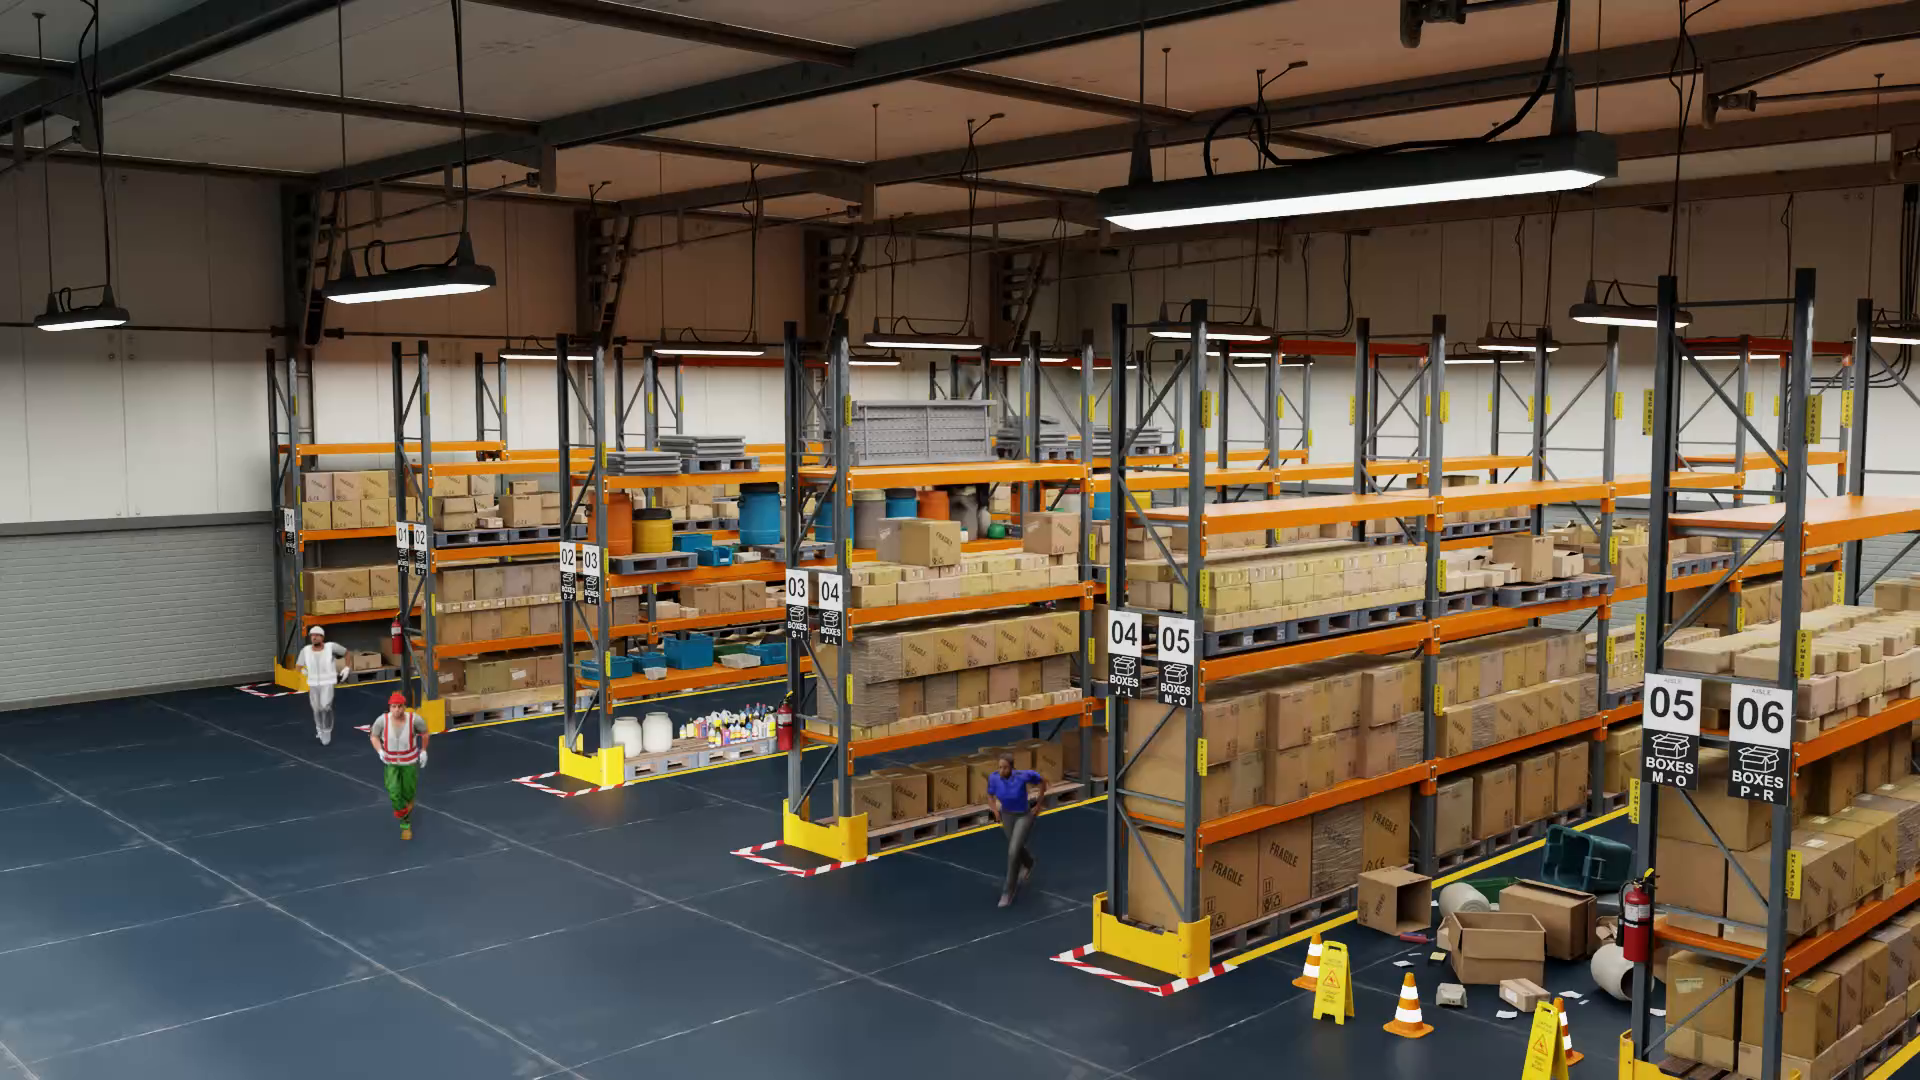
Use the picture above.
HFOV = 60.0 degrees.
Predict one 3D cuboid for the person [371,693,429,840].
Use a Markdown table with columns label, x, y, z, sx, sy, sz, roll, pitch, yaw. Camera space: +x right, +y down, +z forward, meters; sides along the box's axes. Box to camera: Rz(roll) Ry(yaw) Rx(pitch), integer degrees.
| label | x | y | z | sx | sy | sz | roll | pitch | yaw |
| --- | --- | --- | --- | --- | --- | --- | --- | --- | --- |
| person | -6.587 | 2.617 | 19.604 | 0.645 | 1.732 | 0.826 | -1 | 5 | -10 |

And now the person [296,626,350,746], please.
| label | x | y | z | sx | sy | sz | roll | pitch | yaw |
| --- | --- | --- | --- | --- | --- | --- | --- | --- | --- |
| person | -9.419 | 2.147 | 24.581 | 0.700 | 1.766 | 0.871 | 0 | 5 | -4 |

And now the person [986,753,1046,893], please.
| label | x | y | z | sx | sy | sz | roll | pitch | yaw |
| --- | --- | --- | --- | --- | --- | --- | --- | --- | --- |
| person | 0.607 | 2.843 | 17.159 | 0.617 | 1.452 | 0.923 | 2 | 5 | 20 |
